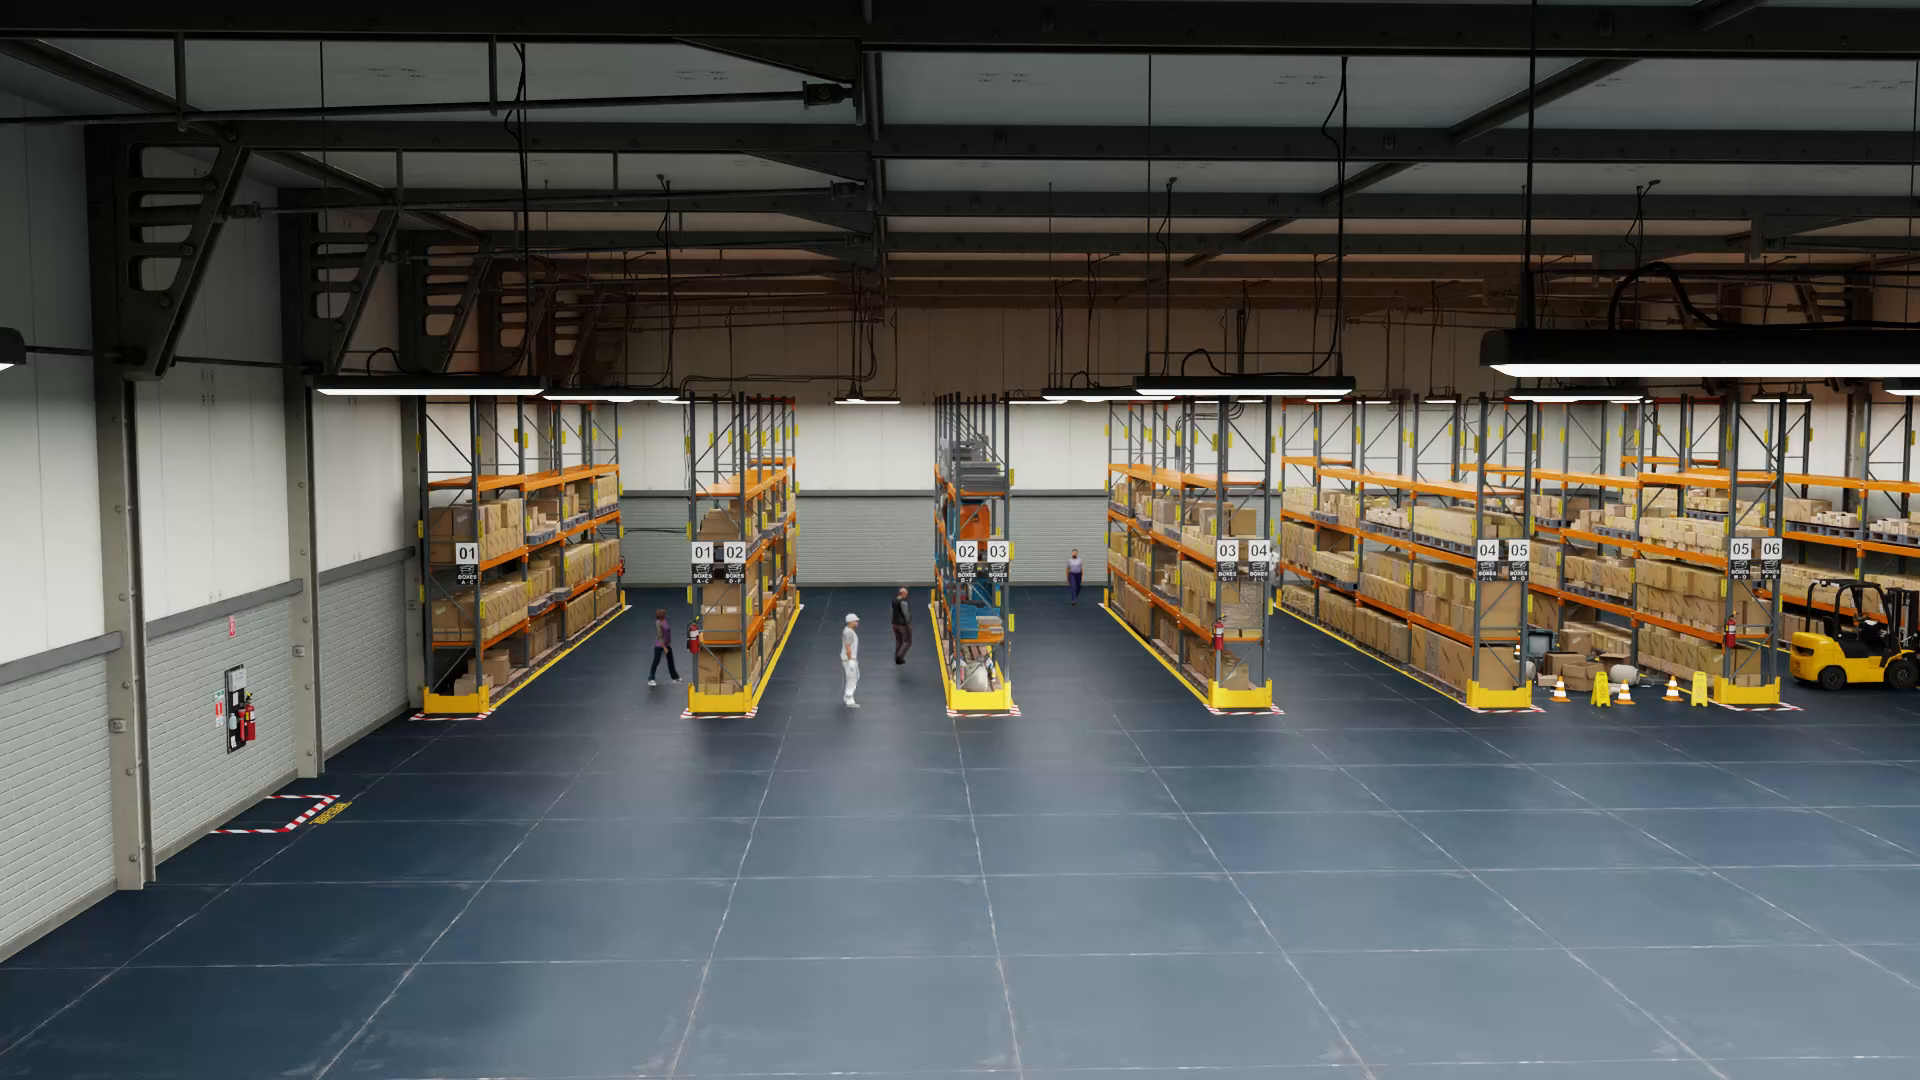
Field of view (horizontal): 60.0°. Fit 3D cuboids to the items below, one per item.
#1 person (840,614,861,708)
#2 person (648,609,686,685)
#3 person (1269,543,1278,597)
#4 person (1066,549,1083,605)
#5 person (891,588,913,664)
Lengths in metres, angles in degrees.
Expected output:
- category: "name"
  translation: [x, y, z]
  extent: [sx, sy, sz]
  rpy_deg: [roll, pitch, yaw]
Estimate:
- category: "person"
  translation: [-2.083, 2.321, 31.739]
  extent: [0.398, 1.842, 0.639]
  rpy_deg: [0, 5, -1]
- category: "person"
  translation: [-6.065, 2.185, 34.207]
  extent: [0.646, 1.574, 0.574]
  rpy_deg: [2, 5, 24]
- category: "person"
  translation: [9.213, 0.921, 49.286]
  extent: [0.462, 1.681, 0.460]
  rpy_deg: [-4, 6, -43]
- category: "person"
  translation: [3.310, 1.076, 48.119]
  extent: [0.481, 1.593, 0.974]
  rpy_deg: [-1, 5, -14]
- category: "person"
  translation: [-1.290, 1.920, 36.670]
  extent: [0.609, 1.711, 0.609]
  rpy_deg: [-4, 6, -40]
